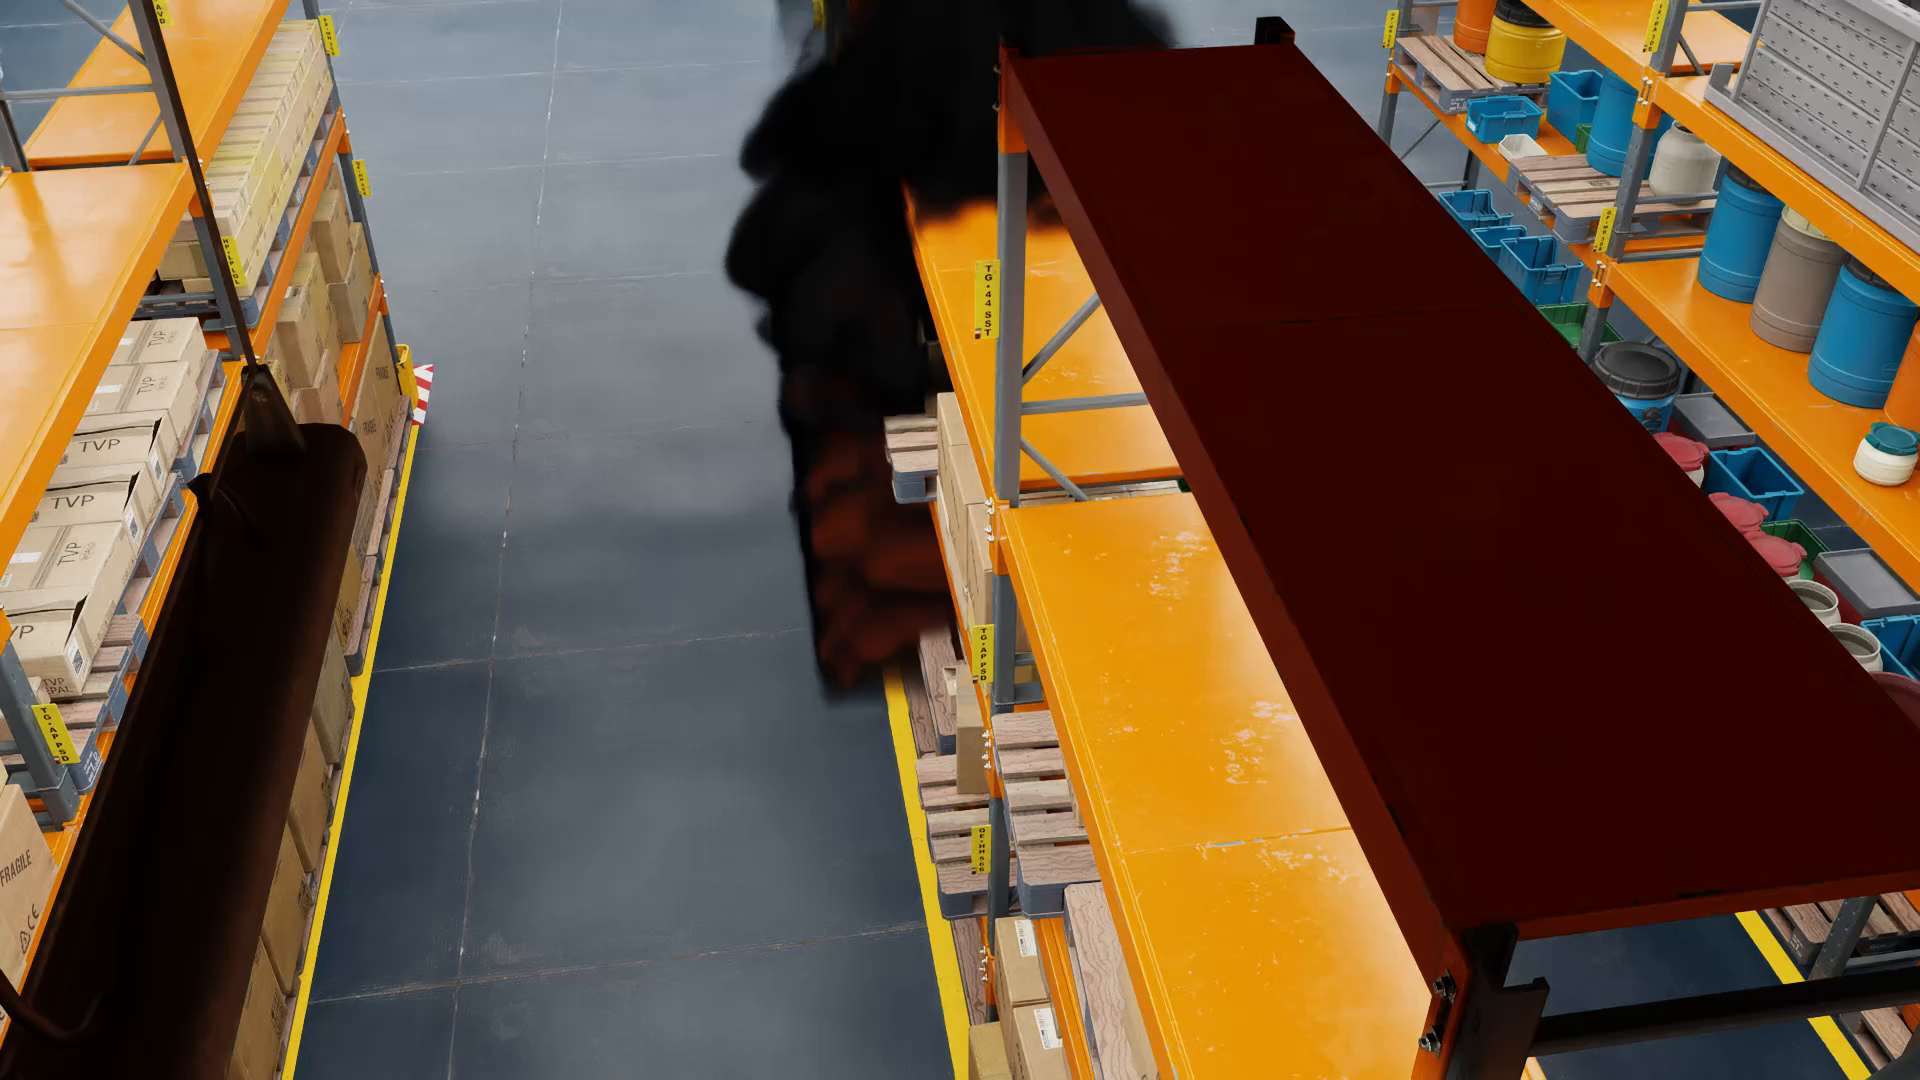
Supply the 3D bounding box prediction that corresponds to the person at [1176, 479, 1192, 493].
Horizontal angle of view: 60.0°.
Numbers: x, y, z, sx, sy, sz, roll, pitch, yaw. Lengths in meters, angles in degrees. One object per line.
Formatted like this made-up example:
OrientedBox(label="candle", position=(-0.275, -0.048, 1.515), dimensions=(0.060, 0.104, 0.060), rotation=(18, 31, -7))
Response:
OrientedBox(label="person", position=(1.853, -0.669, 12.402), dimensions=(0.656, 1.760, 0.704), rotation=(-16, 39, -21))
